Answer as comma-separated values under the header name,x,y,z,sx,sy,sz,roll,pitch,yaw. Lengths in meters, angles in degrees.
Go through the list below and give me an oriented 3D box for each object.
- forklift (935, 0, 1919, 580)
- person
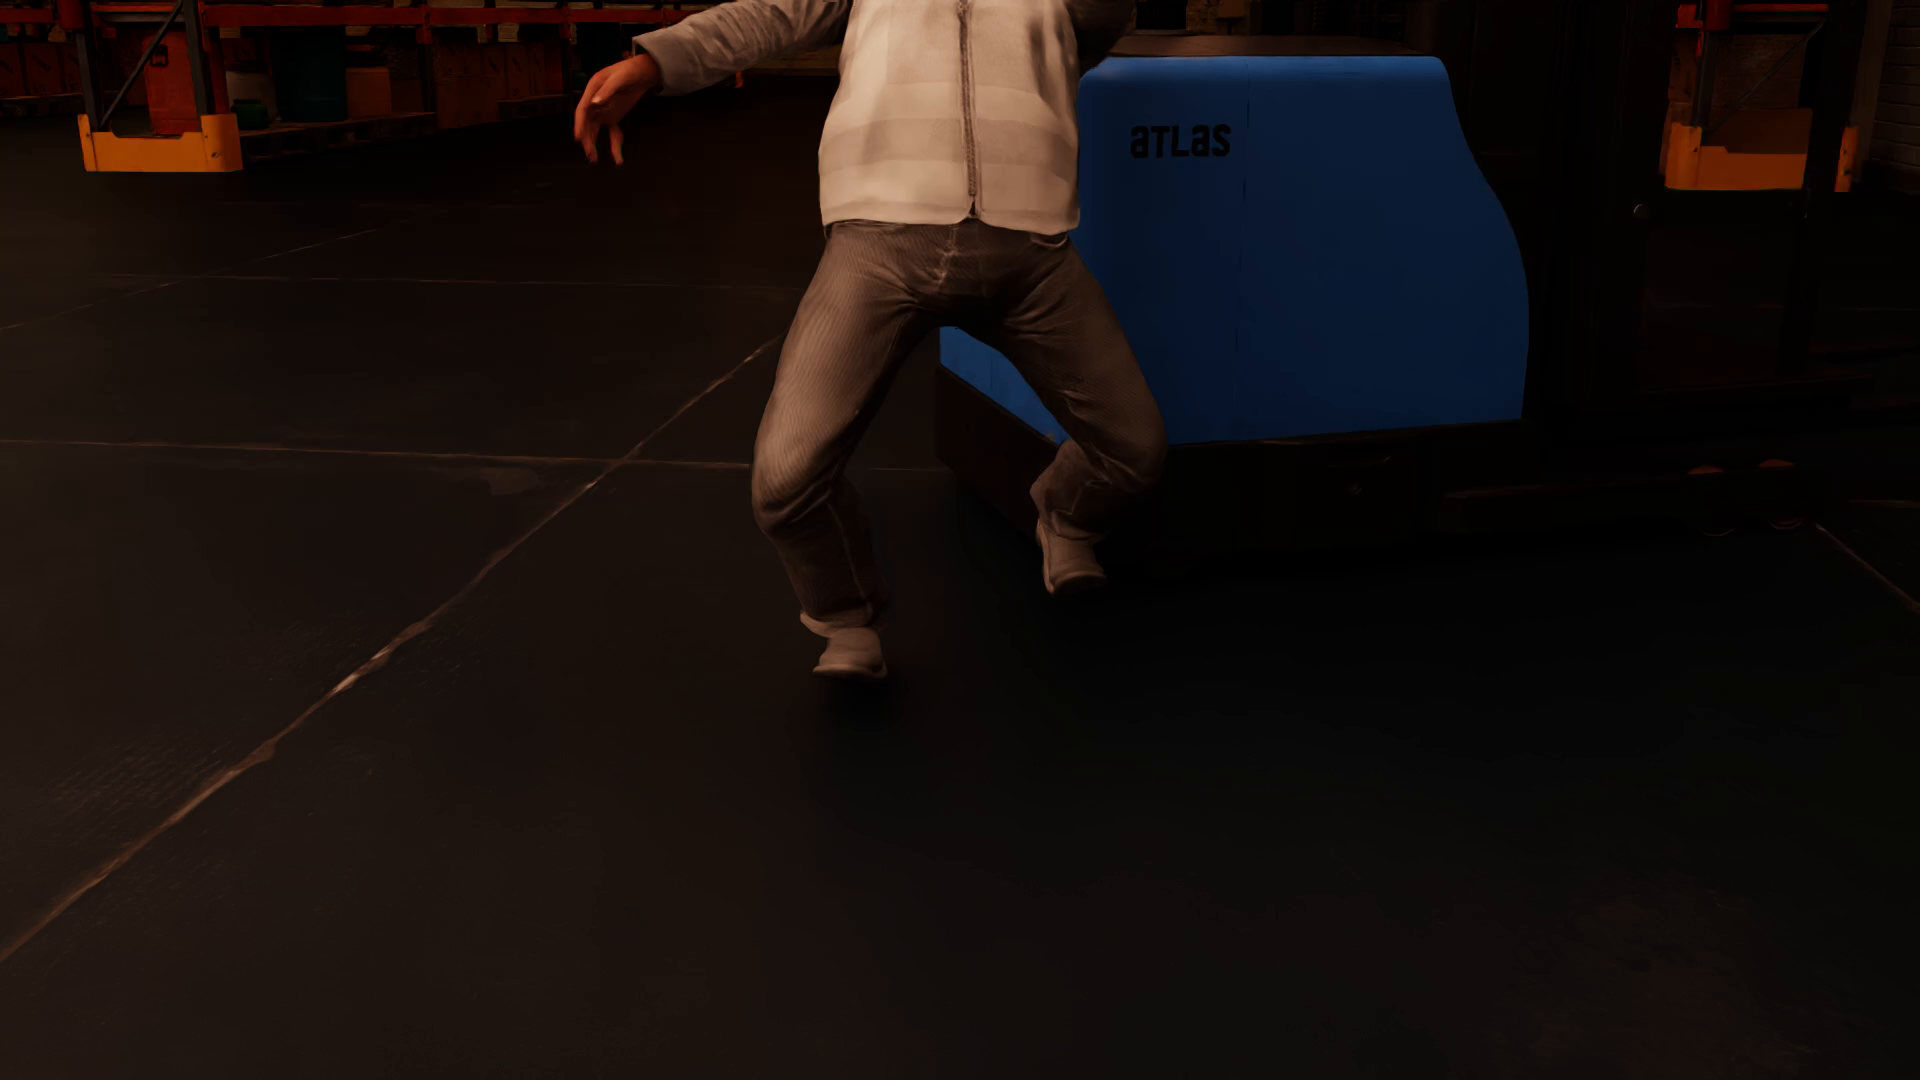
name,x,y,z,sx,sy,sz,roll,pitch,yaw
forklift,1.512,-1.550,3.869,3.031,2.935,1.130,-5,18,-16
person,-0.123,-0.494,2.804,1.017,1.511,0.737,-5,18,-15
